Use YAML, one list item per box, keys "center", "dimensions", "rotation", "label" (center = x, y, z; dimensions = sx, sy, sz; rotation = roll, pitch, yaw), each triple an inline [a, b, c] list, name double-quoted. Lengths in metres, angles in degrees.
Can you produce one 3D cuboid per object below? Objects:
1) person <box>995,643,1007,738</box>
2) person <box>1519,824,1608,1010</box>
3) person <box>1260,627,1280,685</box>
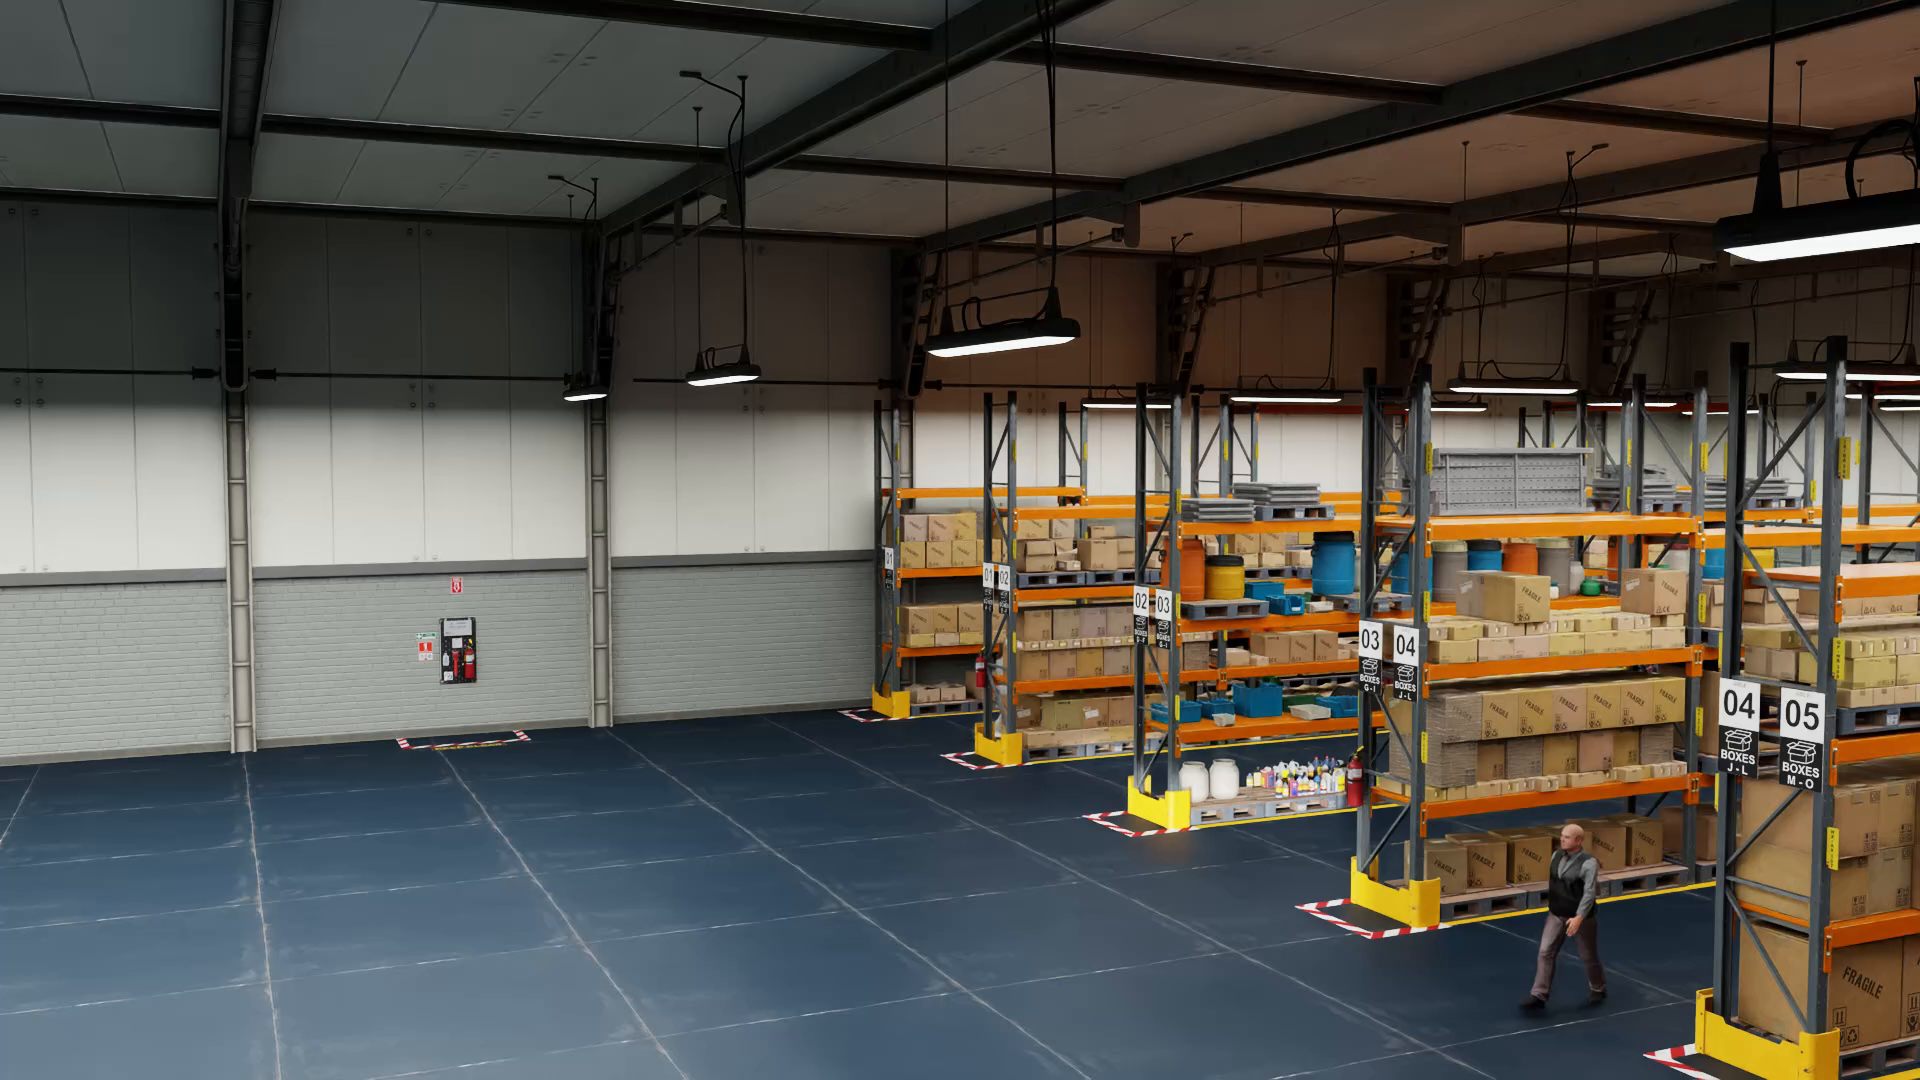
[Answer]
- center: [0.747, 2.642, 29.119]
  dimensions: [0.534, 1.669, 0.495]
  rotation: [-2, 4, -26]
  label: "person"
- center: [5.532, 3.425, 15.135]
  dimensions: [0.992, 1.670, 0.559]
  rotation: [-2, 4, -34]
  label: "person"
- center: [5.808, 2.445, 31.463]
  dimensions: [0.517, 1.788, 0.569]
  rotation: [-2, 4, -31]
  label: "person"
